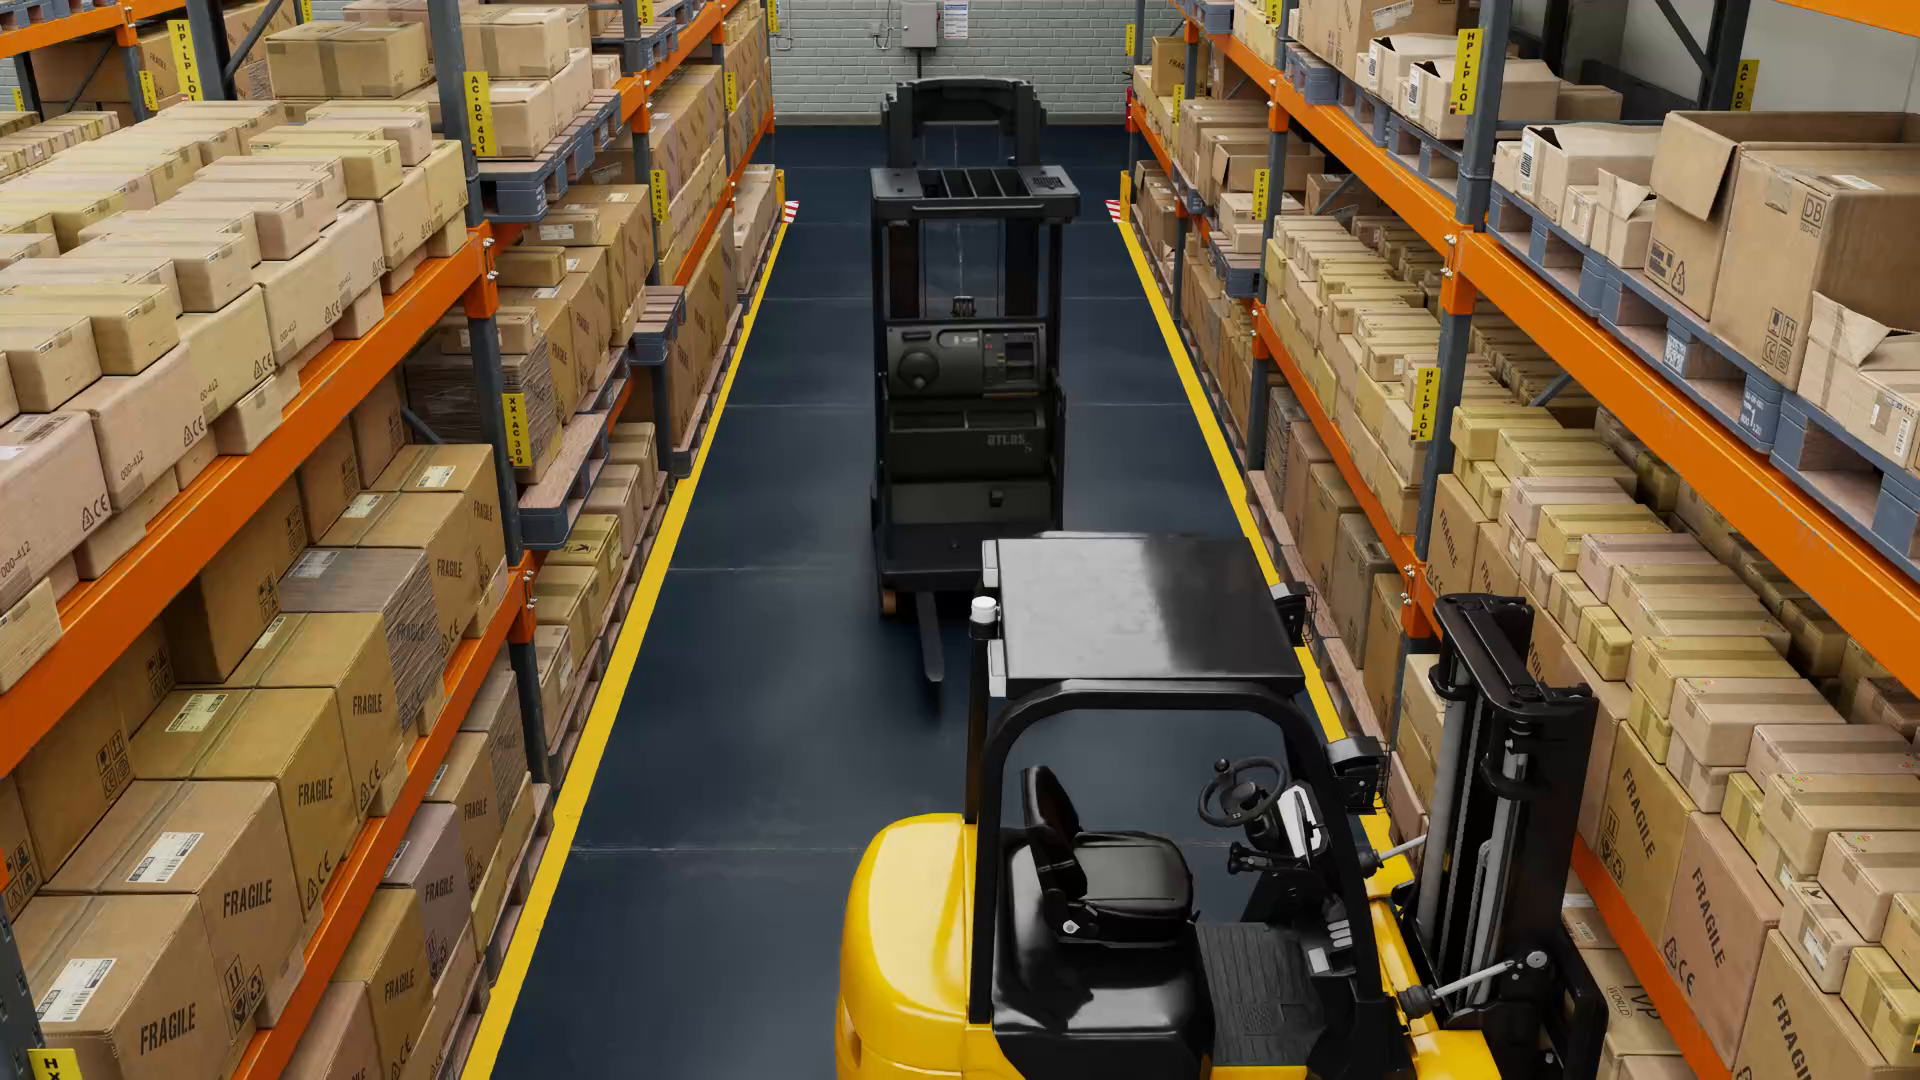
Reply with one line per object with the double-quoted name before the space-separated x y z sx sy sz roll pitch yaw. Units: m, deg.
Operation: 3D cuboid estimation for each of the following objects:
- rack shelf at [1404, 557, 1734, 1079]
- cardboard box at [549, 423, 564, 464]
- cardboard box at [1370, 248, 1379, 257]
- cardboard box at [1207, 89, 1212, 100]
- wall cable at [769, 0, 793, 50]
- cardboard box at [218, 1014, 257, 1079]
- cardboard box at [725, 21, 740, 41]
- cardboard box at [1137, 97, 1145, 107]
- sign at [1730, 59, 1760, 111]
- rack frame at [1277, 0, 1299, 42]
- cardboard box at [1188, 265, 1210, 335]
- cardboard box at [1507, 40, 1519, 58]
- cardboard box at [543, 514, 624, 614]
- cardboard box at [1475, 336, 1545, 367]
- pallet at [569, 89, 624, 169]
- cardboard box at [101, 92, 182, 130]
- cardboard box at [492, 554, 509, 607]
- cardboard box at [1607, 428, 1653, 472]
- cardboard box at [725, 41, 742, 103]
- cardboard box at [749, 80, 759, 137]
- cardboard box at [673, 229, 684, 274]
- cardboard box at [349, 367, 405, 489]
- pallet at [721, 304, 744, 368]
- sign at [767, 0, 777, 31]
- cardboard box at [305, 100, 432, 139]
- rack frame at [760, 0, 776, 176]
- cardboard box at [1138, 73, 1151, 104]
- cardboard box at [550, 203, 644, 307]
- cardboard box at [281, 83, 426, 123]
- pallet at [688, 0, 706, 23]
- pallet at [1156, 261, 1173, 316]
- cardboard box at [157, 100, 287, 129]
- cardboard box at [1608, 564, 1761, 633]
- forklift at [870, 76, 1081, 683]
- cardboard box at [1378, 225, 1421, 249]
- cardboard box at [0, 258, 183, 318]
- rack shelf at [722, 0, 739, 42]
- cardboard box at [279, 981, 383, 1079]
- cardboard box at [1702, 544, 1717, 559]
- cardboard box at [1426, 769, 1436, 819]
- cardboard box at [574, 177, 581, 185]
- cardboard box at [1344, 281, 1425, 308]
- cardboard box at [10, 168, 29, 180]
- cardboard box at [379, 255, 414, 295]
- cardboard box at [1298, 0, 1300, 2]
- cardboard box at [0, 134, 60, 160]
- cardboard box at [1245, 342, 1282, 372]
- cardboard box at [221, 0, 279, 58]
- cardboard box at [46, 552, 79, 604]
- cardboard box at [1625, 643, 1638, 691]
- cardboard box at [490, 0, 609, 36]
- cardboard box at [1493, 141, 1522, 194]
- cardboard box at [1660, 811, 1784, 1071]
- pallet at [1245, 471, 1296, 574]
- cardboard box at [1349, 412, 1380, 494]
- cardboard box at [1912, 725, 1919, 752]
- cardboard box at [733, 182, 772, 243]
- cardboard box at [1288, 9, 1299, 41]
"rack shelf" 2.549 1.060 5.640 1.077 0.370 4.000 0 24 -1
"cardboard box" -2.120 -0.477 7.960 0.380 0.149 0.250 0 24 1
"cardboard box" 2.766 -1.716 10.479 0.500 0.250 0.500 0 24 1
"cardboard box" 2.677 -4.284 16.402 0.500 0.250 0.500 0 24 -1
"wall cable" -2.652 -7.814 23.115 0.585 1.953 0.123 0 24 -1
"cardboard box" -2.128 1.340 4.452 0.380 0.149 0.250 -1 24 -2
"cardboard box" -2.247 -4.716 15.415 0.380 0.149 0.250 -1 24 -2
"cardboard box" 2.125 -4.786 17.996 0.380 0.149 0.250 0 24 -1
"sign" 3.082 -1.734 6.579 0.100 0.325 0.005 0 24 -1
"rack frame" 2.483 -4.474 9.722 1.000 3.000 0.127 0 24 -1
"cardboard box" 2.236 -2.021 14.103 0.500 0.500 0.500 -1 24 -1
"cardboard box" 2.718 -2.561 8.785 0.380 0.166 0.250 0 24 -1
"cardboard box" -2.465 0.139 9.482 0.950 0.372 0.625 1 24 1
"cardboard box" 2.762 -0.898 8.187 0.380 0.149 0.250 0 24 -1
"pallet" -2.351 -2.032 8.190 1.213 0.211 1.003 0 24 -1
"cardboard box" -7.226 -3.687 14.780 0.500 0.500 0.500 -1 24 -2
"cardboard box" -2.128 0.177 7.023 0.380 0.149 0.250 -1 24 -1
"cardboard box" 2.794 -0.335 6.581 0.380 0.149 0.250 -1 24 -2
"cardboard box" -2.286 -4.271 15.219 0.500 0.500 0.500 -1 24 -1
"cardboard box" -2.273 -4.229 16.340 0.500 0.500 0.500 0 24 1
"cardboard box" -2.257 -2.062 11.852 0.500 0.250 0.500 -1 24 -2
"cardboard box" -2.648 -0.523 6.570 0.700 0.500 0.500 -1 24 -1
"pallet" -2.440 -1.777 14.422 1.003 0.211 1.213 0 24 -1
"sign" -2.025 -5.645 17.899 0.100 0.325 0.005 0 24 -1
"cardboard box" -2.215 -1.554 6.244 0.380 0.149 0.250 0 24 1
"rack frame" -2.567 -5.013 18.194 1.000 3.000 0.127 0 24 -1
"cardboard box" 2.137 -4.708 17.341 0.500 0.250 0.500 0 24 0
"cardboard box" -2.181 -1.690 9.854 0.500 0.500 0.500 -1 24 -1
"cardboard box" -2.588 -1.798 7.118 0.500 0.250 0.500 -1 24 -2
"pallet" -2.464 -4.267 13.136 0.805 0.209 1.217 -1 24 -3
"pallet" 2.433 -2.401 15.803 1.003 0.211 1.213 0 24 -1
"cardboard box" -2.759 -1.552 6.240 0.380 0.149 0.250 -1 24 -1
"cardboard box" 2.348 0.197 5.405 0.380 0.149 0.250 0 24 0
"forklift" 0.059 -1.034 9.479 1.130 2.935 3.031 -2 24 -4
"cardboard box" 2.804 -1.841 10.272 0.380 0.149 0.250 0 24 1
"cardboard box" -2.179 -0.595 4.123 0.380 0.149 0.250 0 24 -1
"rack shelf" -2.546 -5.228 15.902 1.077 0.370 4.000 0 24 -1
"cardboard box" -2.136 1.741 5.178 0.500 0.500 0.500 -1 24 -3
"cardboard box" 2.770 0.120 5.937 0.380 0.149 0.250 1 24 1
"cardboard box" 2.231 1.150 6.788 0.500 0.250 0.500 0 24 -1
"cardboard box" -2.747 -2.429 11.147 0.500 0.500 0.500 -1 24 -2
"cardboard box" 2.316 -1.310 9.098 0.380 0.149 0.250 0 24 -1
"cardboard box" -7.256 -2.707 12.529 0.380 0.149 0.250 1 24 1
"cardboard box" -2.186 -0.982 5.946 0.380 0.149 0.250 0 24 0
"cardboard box" 2.184 -3.496 10.538 0.380 0.149 0.250 1 24 1
"cardboard box" -7.266 -3.058 12.944 0.380 0.149 0.250 -1 24 -2
"cardboard box" 2.225 -1.291 11.700 0.380 0.149 0.250 -1 24 -3
"cardboard box" -7.257 -5.189 16.889 0.500 0.500 0.500 -1 24 -2
"cardboard box" -2.164 0.082 3.594 0.380 0.149 0.250 -1 24 -2
"cardboard box" 2.336 0.442 5.225 0.380 0.149 0.250 0 24 -1
"cardboard box" -2.635 -3.476 10.521 0.797 0.503 0.637 -2 24 -4
"cardboard box" 2.228 -1.395 6.228 0.380 0.149 0.250 0 24 1
"cardboard box" 2.306 1.095 4.567 0.500 0.500 0.500 0 24 1
"pallet" 2.453 -0.130 10.782 1.003 0.211 1.213 0 24 -1
"cardboard box" 2.249 -0.437 8.259 0.500 0.250 0.500 0 24 -1
"cardboard box" 2.807 0.621 4.466 0.380 0.149 0.250 0 24 0
"cardboard box" -2.442 -3.388 17.201 0.875 0.438 0.875 0 24 1
"cardboard box" 2.183 -3.092 9.960 0.380 0.166 0.250 0 24 -1
